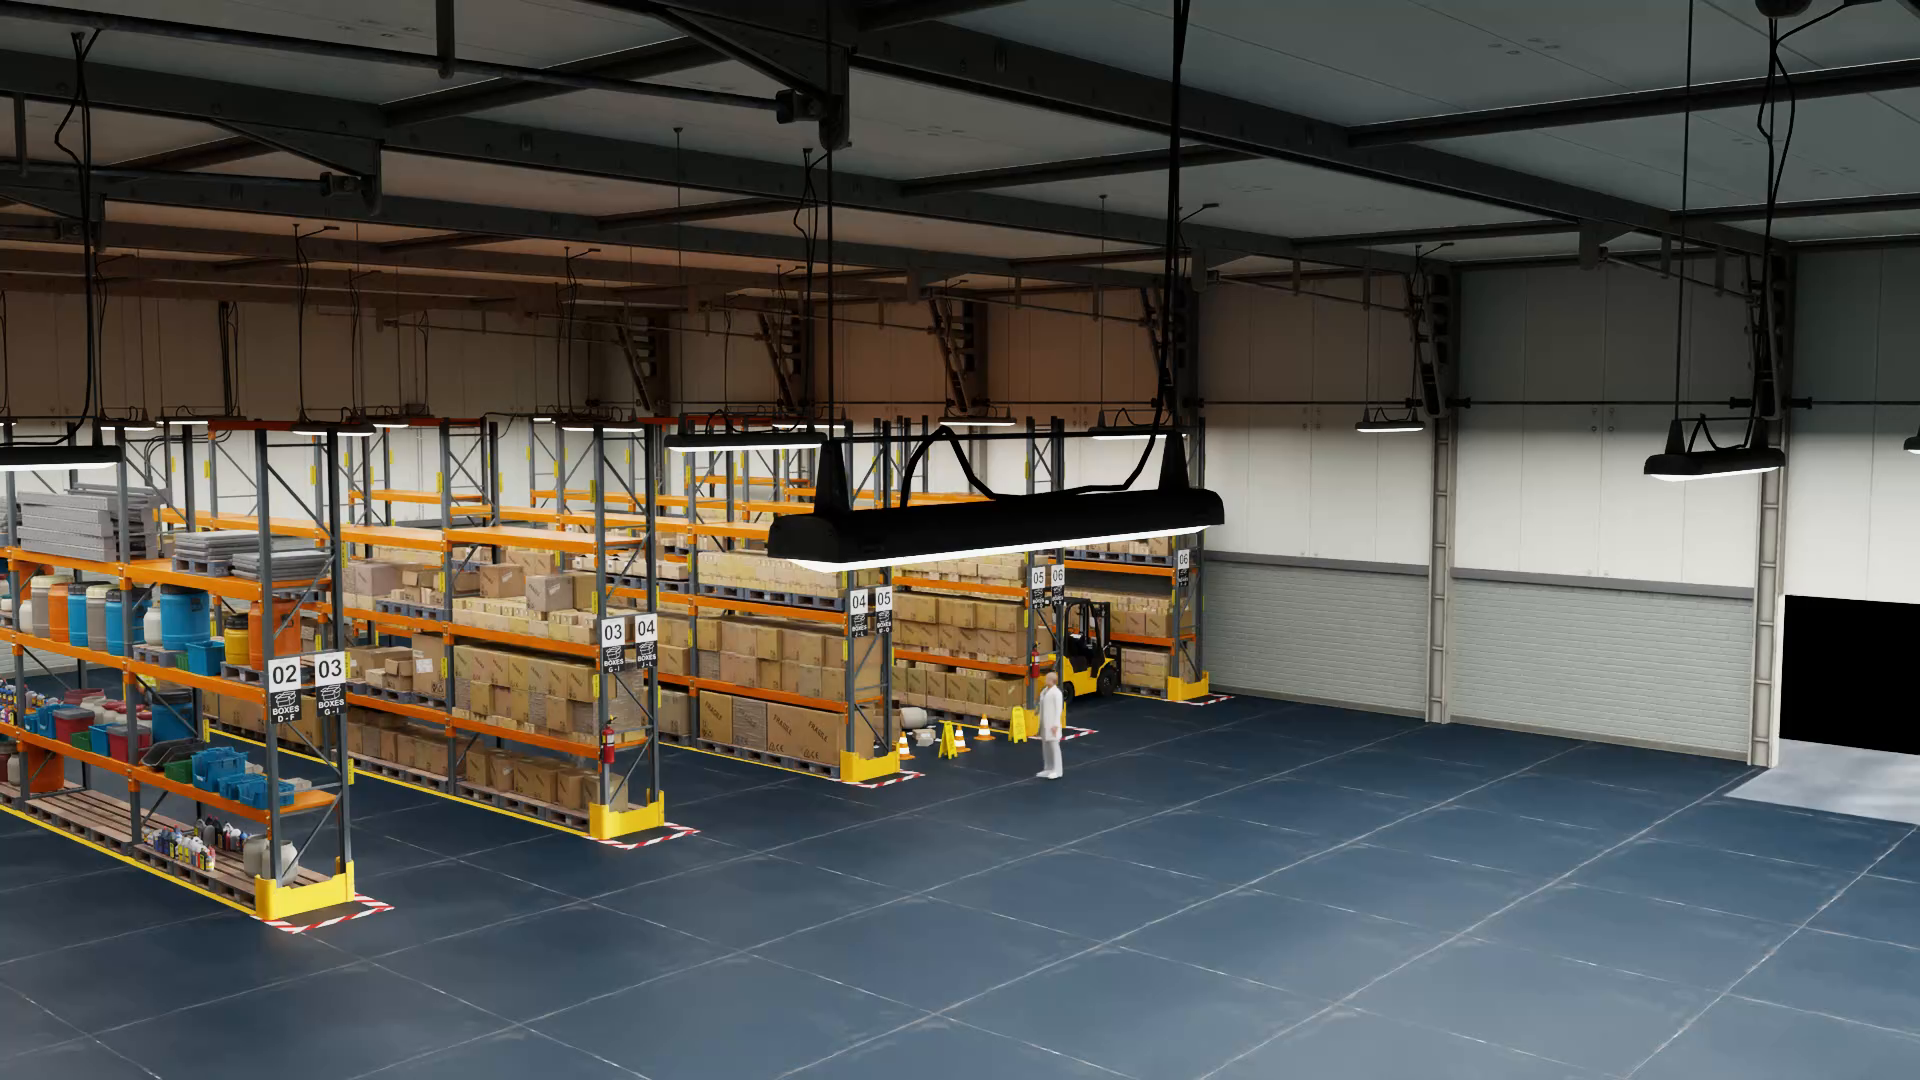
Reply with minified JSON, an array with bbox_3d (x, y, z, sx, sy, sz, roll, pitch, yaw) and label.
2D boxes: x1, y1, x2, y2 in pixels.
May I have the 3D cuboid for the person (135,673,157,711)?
[{"bbox_3d":[-15.621,2.825,31.821,0.495,1.730,0.986,-5,7,-44],"label":"person"}]

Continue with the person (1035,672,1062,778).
[{"bbox_3d":[1.526,3.127,27.995,0.417,1.809,0.651,-3,5,-30],"label":"person"}]

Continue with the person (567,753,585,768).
[{"bbox_3d":[-6.493,3.150,28.065,0.473,1.827,0.583,-2,5,-20],"label":"person"}]
